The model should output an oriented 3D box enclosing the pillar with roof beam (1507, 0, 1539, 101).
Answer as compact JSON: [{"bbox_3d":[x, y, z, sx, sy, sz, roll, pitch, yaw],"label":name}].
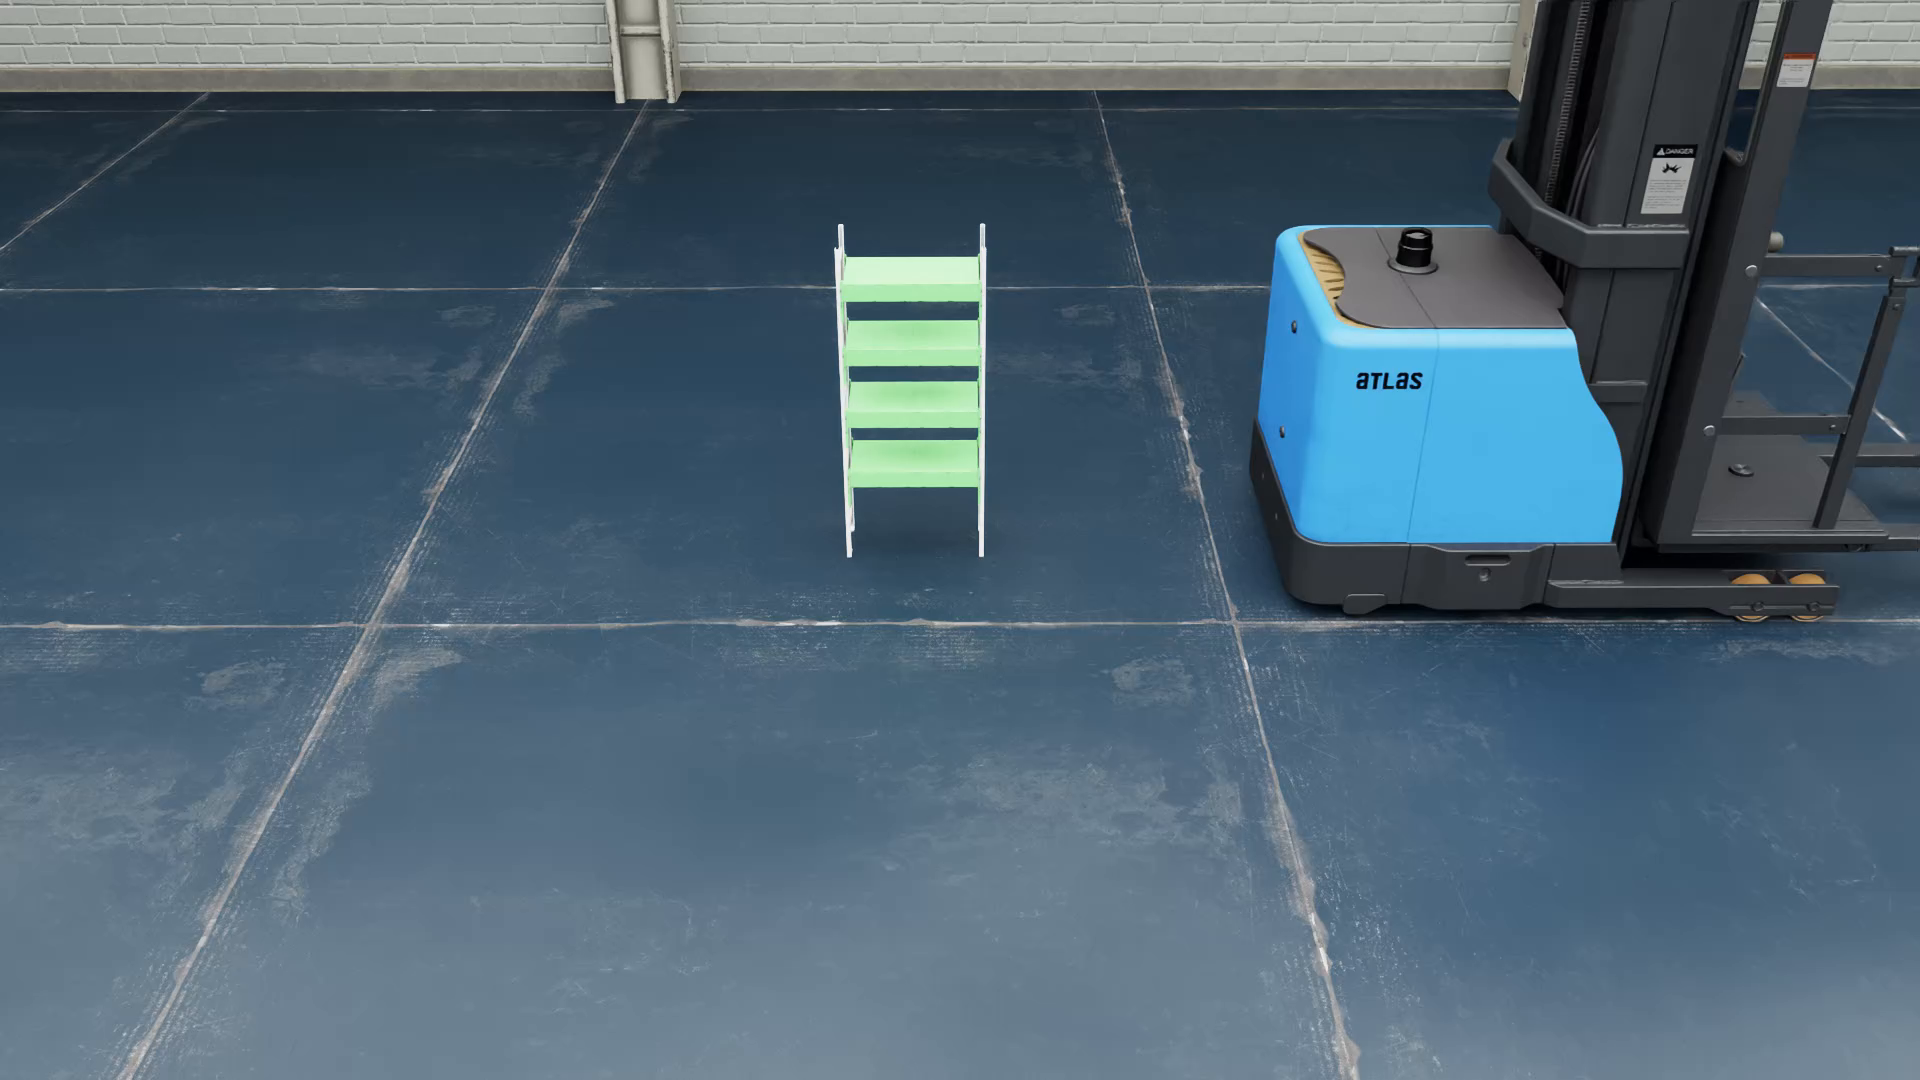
[{"bbox_3d":[3.941,-4.612,5.176,0.400,9.000,9.100,0,31,0],"label":"pillar with roof beam"}]

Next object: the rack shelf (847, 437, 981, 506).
[{"bbox_3d":[-0.166,-0.253,6.096,0.480,0.148,0.258,0,31,0],"label":"rack shelf"}]

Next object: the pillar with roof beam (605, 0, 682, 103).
[{"bbox_3d":[-2.059,-4.593,5.146,0.400,9.000,9.100,0,31,0],"label":"pillar with roof beam"}]

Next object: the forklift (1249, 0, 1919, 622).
[{"bbox_3d":[2.655,-1.244,5.475,3.031,2.935,1.130,0,31,0],"label":"forklift"}]

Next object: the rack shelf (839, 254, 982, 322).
[{"bbox_3d":[-0.166,-0.868,5.722,0.480,0.148,0.258,0,31,0],"label":"rack shelf"}]

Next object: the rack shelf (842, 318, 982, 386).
[{"bbox_3d":[-0.166,-0.663,5.847,0.480,0.148,0.258,0,31,0],"label":"rack shelf"}]

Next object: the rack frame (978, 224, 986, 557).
[{"bbox_3d":[0.078,-0.513,5.939,0.015,1.200,0.240,0,31,0],"label":"rack frame"}]

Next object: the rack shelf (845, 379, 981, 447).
[{"bbox_3d":[-0.166,-0.458,5.971,0.480,0.148,0.258,0,31,0],"label":"rack shelf"}]

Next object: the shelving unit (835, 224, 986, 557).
[{"bbox_3d":[-0.166,-0.512,5.938,0.503,1.200,0.258,0,31,0],"label":"shelving unit"}]

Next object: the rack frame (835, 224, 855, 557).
[{"bbox_3d":[-0.410,-0.512,5.937,0.015,1.200,0.240,0,31,0],"label":"rack frame"}]
